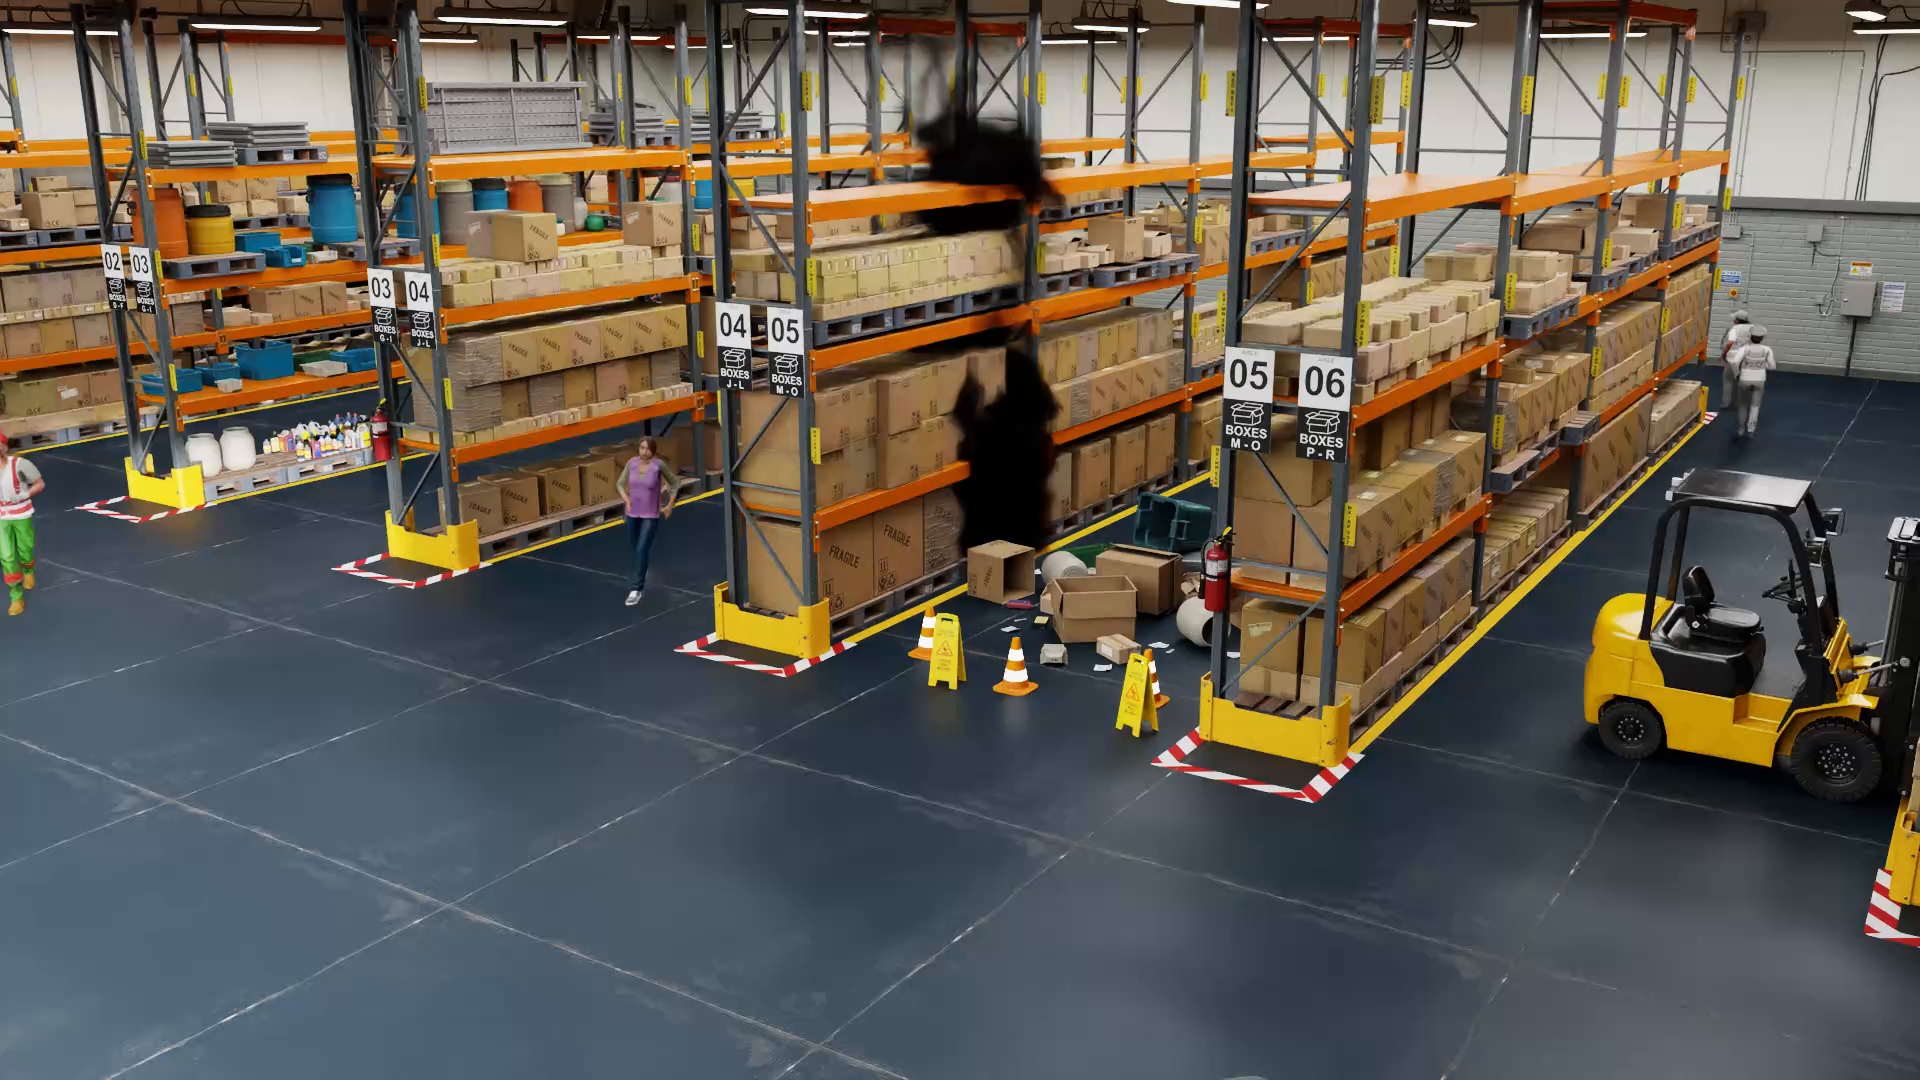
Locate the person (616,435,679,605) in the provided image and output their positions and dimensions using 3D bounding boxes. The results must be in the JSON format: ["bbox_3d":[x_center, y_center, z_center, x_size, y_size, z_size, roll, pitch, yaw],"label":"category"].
[{"bbox_3d":[-3.004,-0.212,15.998,0.594,1.583,0.728,2,16,6],"label":"person"}]

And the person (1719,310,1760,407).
[{"bbox_3d":[12.281,-2.853,26.353,0.655,1.625,0.916,-1,16,-3],"label":"person"}]

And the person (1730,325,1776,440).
[{"bbox_3d":[11.478,-2.277,24.139,0.617,1.685,0.907,6,17,21],"label":"person"}]

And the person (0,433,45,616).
[{"bbox_3d":[-9.490,-0.222,16.681,0.638,1.796,0.923,-5,16,-18],"label":"person"}]
